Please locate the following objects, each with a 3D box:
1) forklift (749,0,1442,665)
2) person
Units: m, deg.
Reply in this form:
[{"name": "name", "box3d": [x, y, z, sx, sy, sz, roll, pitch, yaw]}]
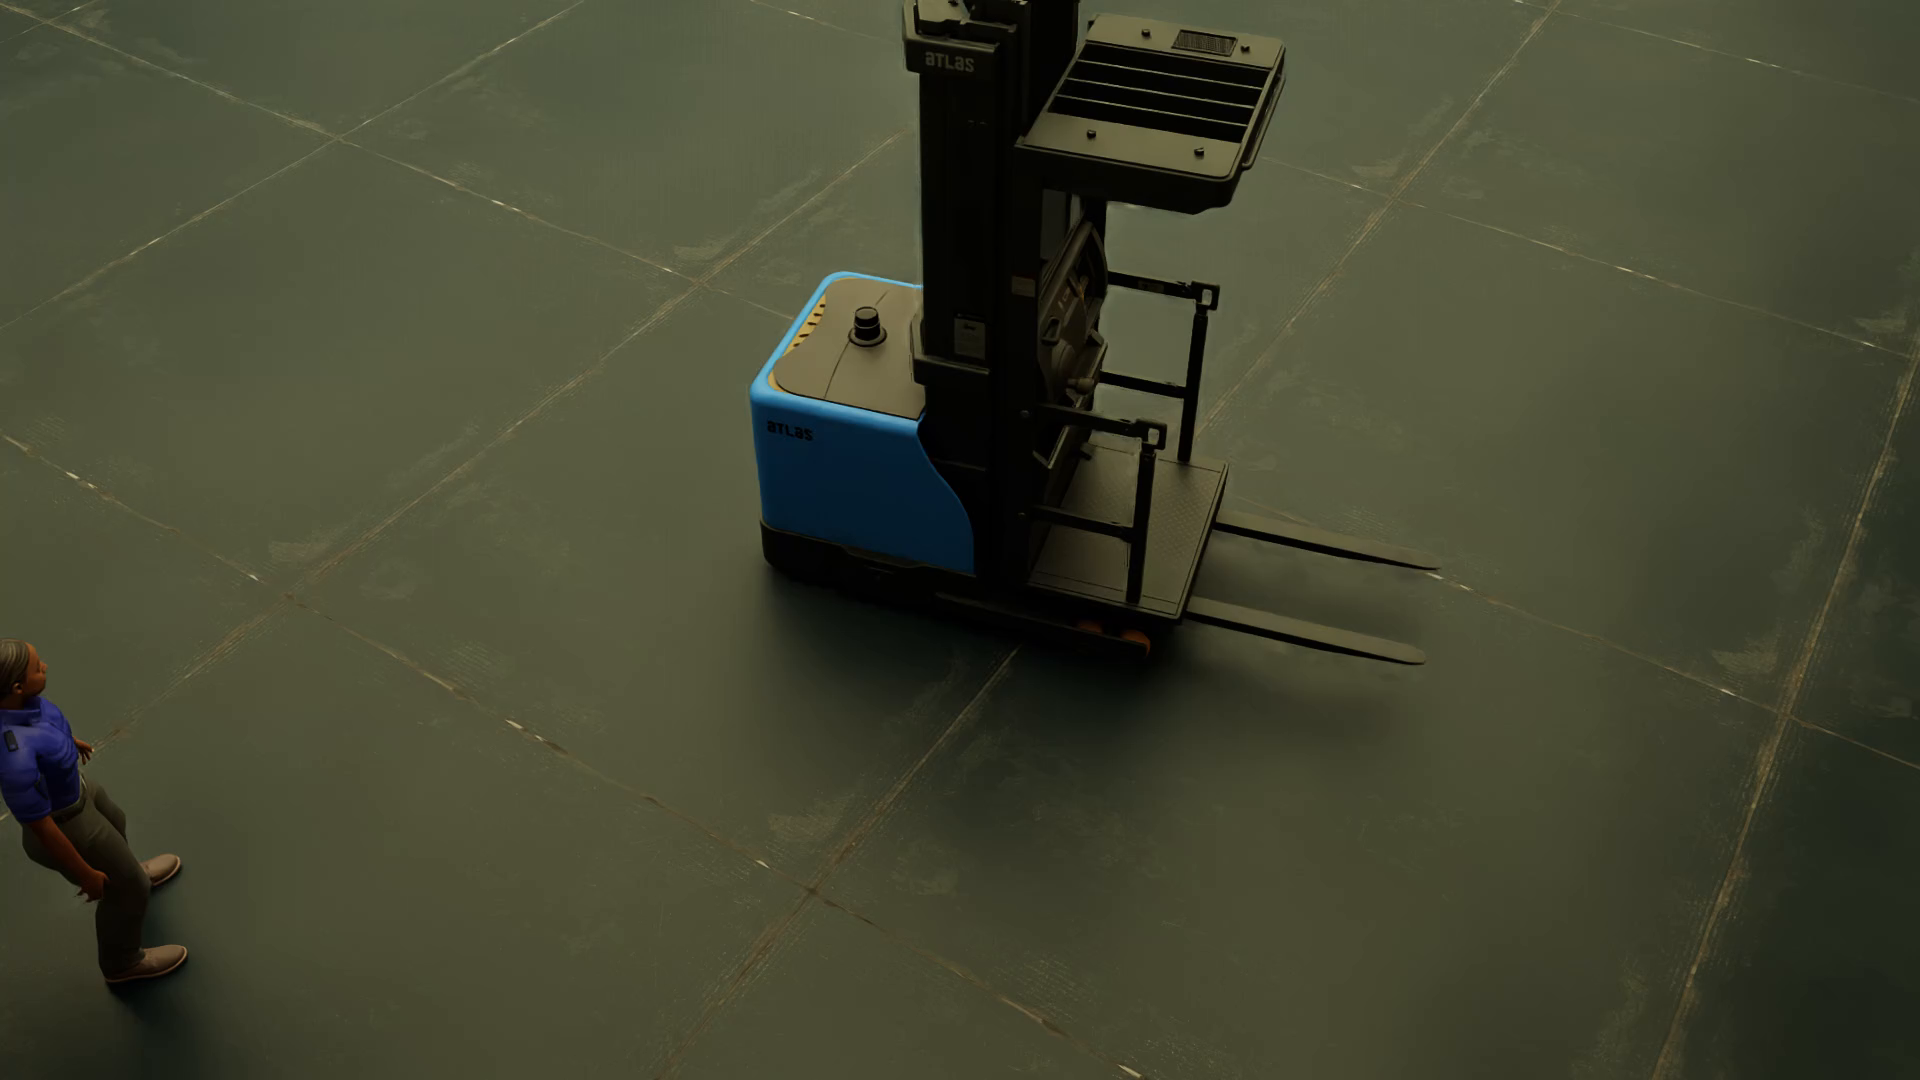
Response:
[{"name": "forklift", "box3d": [0.651, -0.920, 6.819, 3.031, 2.935, 1.130, 13, 45, 13]}, {"name": "person", "box3d": [-3.100, 0.930, 5.813, 0.385, 1.635, 0.687, -25, 49, -24]}]
